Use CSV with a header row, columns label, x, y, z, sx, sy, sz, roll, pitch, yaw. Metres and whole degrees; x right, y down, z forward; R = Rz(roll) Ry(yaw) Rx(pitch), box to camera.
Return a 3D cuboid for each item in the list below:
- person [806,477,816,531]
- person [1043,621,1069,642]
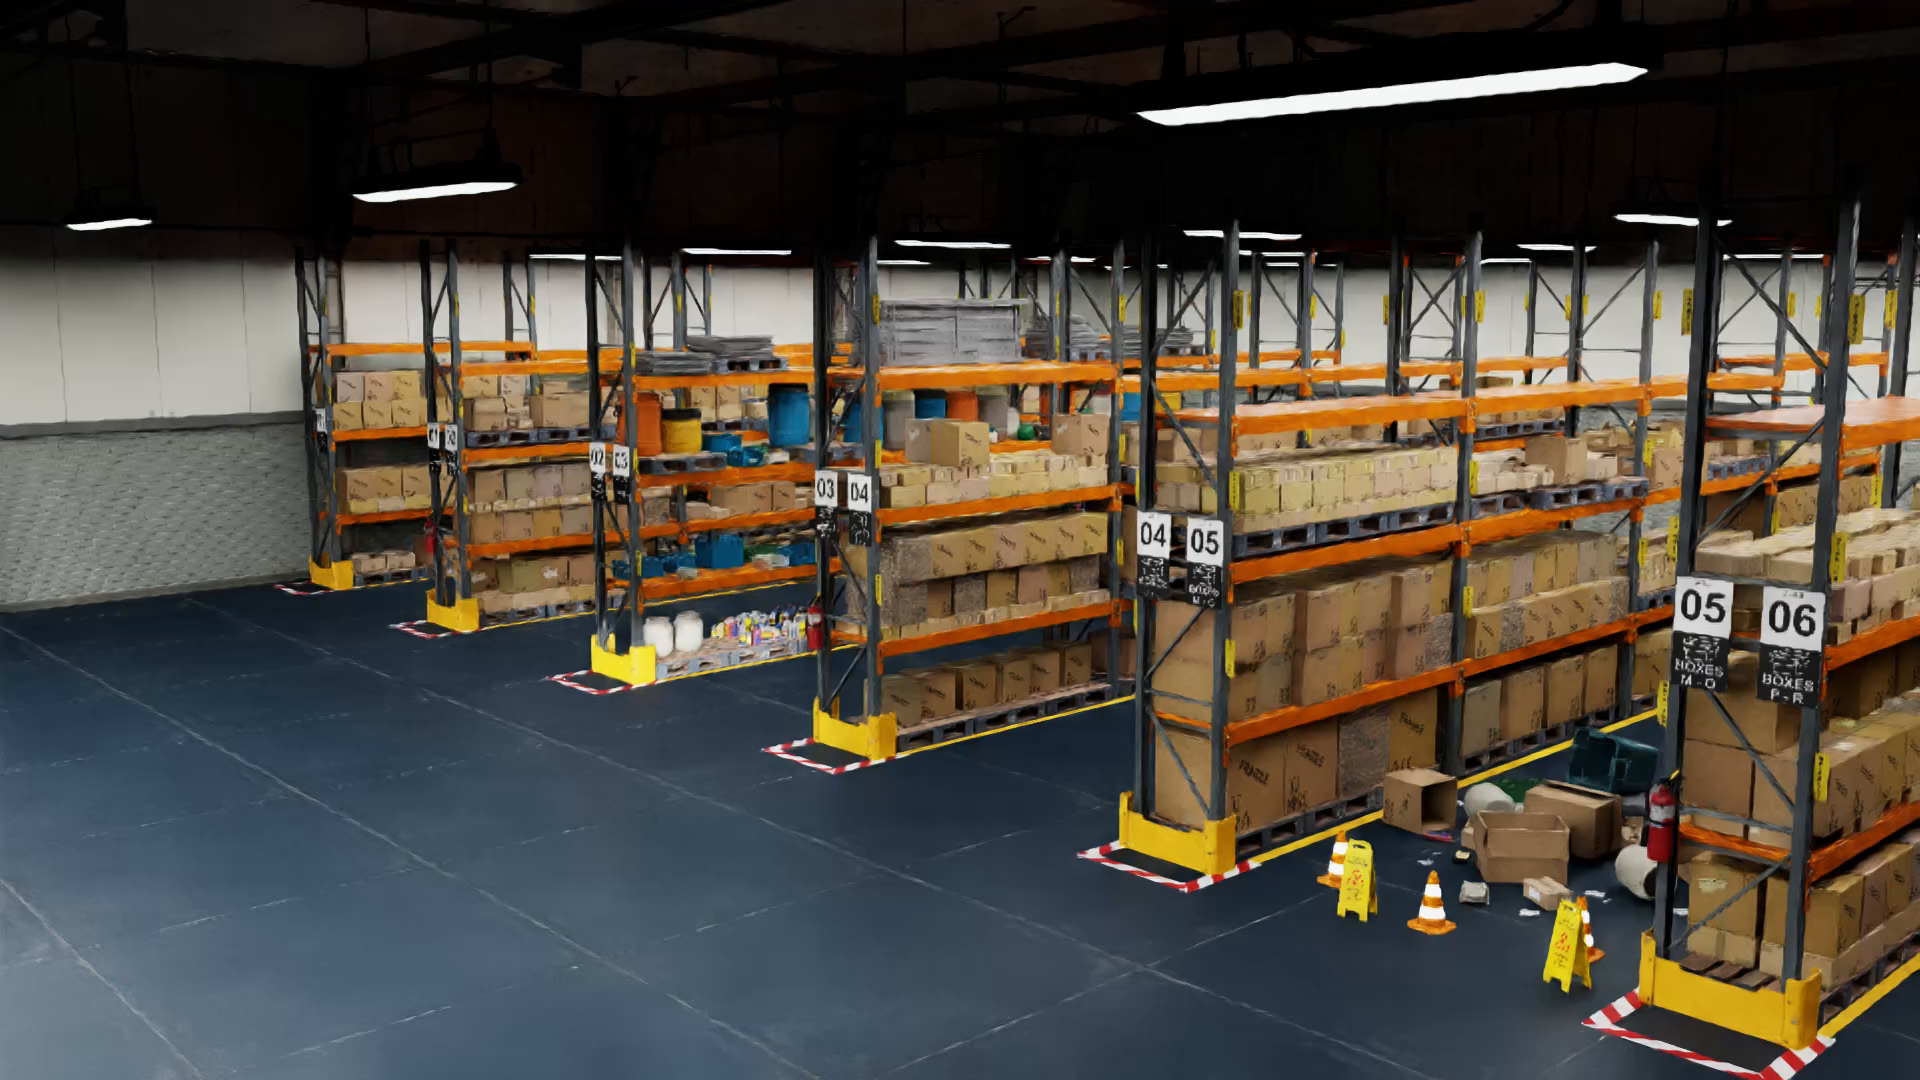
label,x,y,z,sx,sy,sz,roll,pitch,yaw
person,-2.834,-0.475,33.046,0.535,1.588,0.532,-3,9,-20
person,1.327,0.834,23.710,0.578,1.724,0.499,-2,9,-12
